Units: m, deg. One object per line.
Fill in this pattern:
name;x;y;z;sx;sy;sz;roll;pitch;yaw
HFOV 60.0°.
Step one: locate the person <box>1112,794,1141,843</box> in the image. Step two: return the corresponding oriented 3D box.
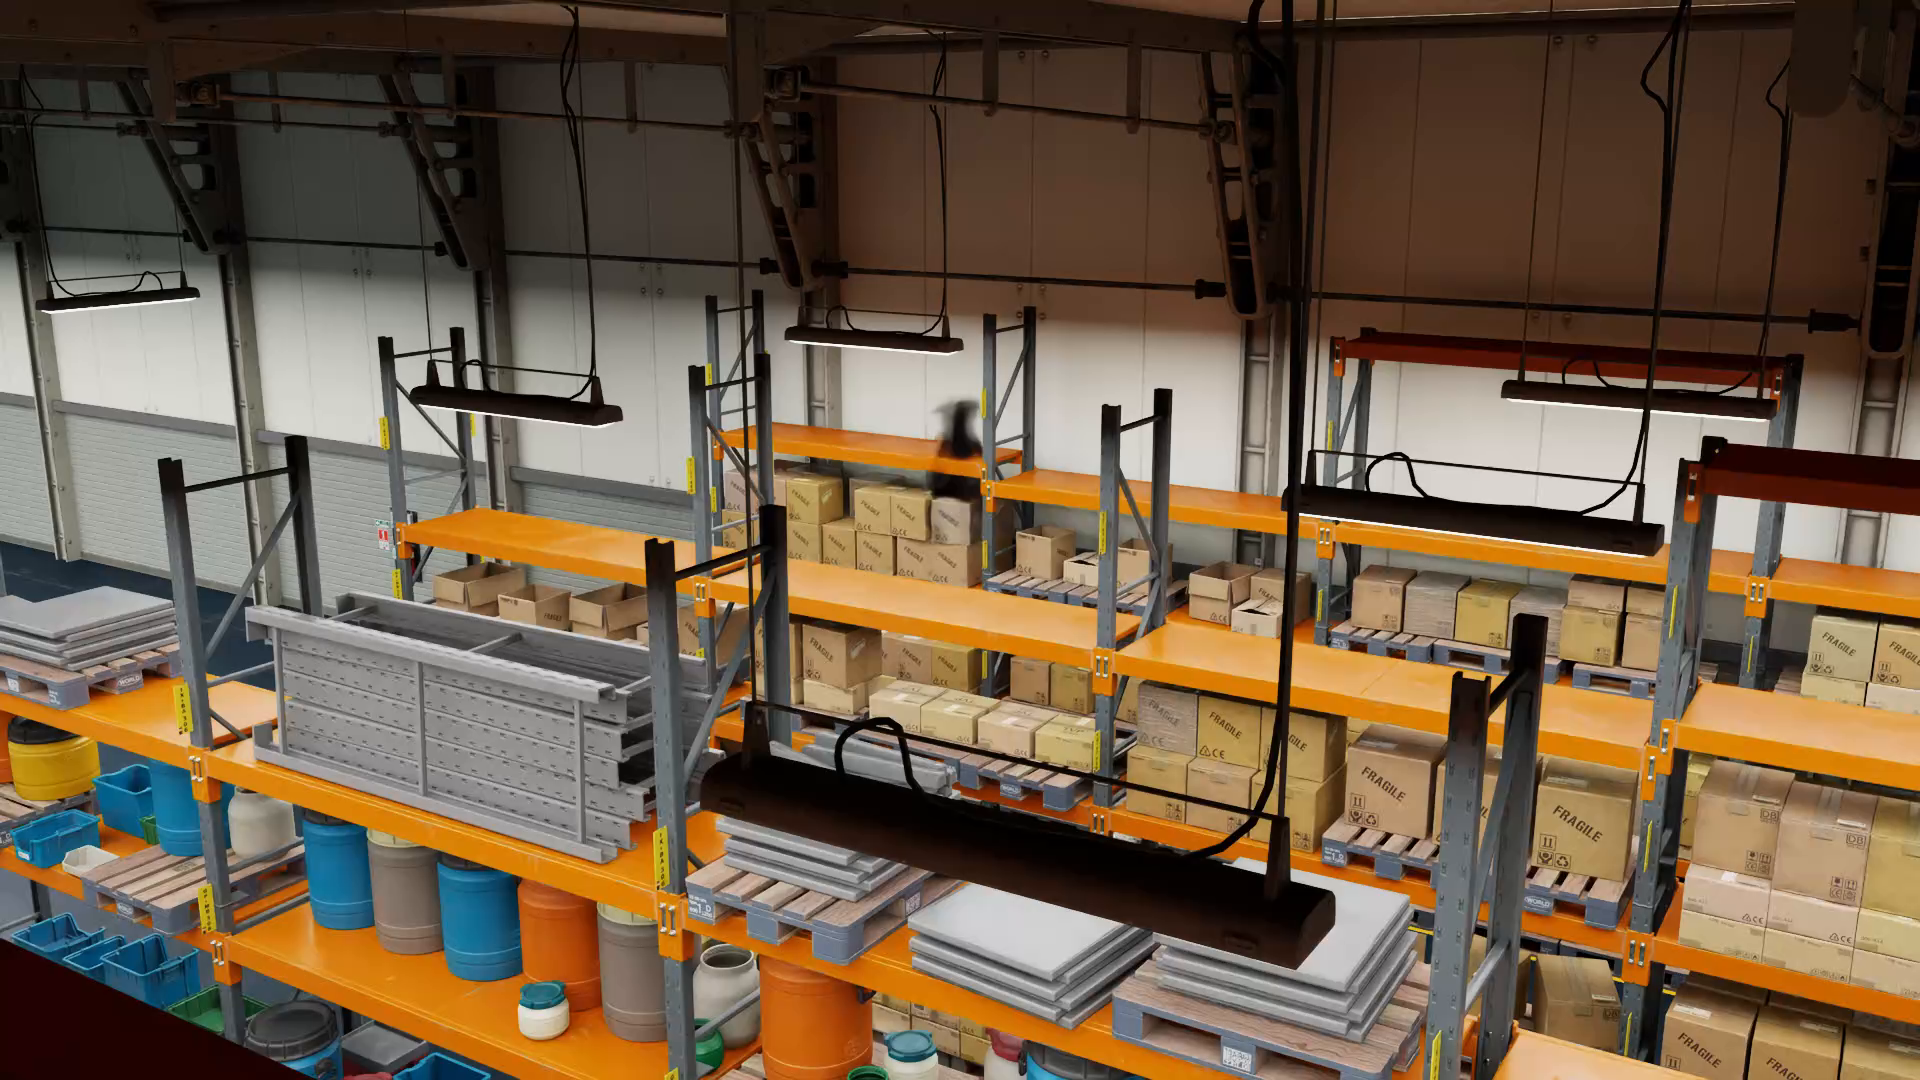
person;1.500;3.300;16.332;0.798;1.705;0.658;9;17;33
